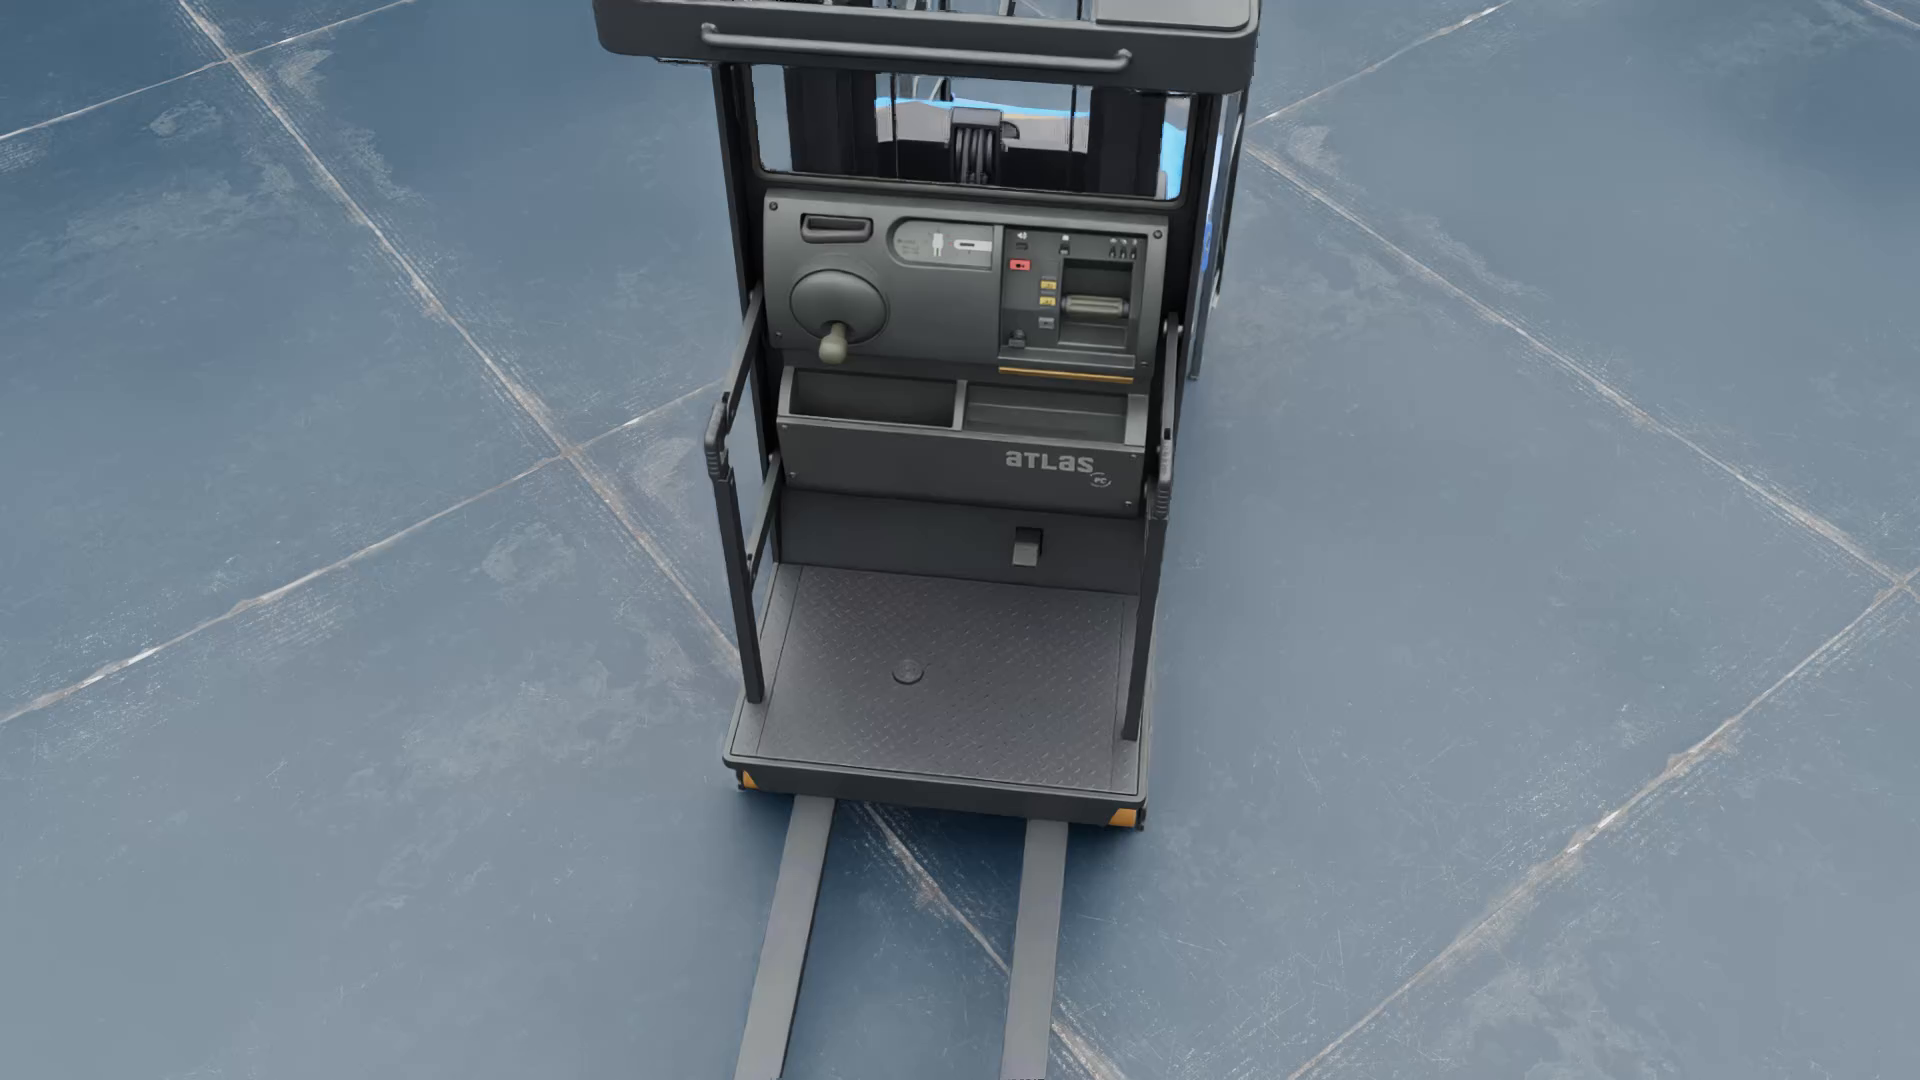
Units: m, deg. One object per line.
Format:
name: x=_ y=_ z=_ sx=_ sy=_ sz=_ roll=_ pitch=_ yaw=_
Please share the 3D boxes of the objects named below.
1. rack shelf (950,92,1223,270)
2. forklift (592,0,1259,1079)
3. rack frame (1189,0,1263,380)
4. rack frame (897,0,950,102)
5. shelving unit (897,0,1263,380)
rack shelf: x=0.381 y=-1.215 z=5.582 sx=1.000 sy=0.185 sz=0.538 roll=11 pitch=49 yaw=10
forklift: x=-0.017 y=-0.484 z=3.710 sx=1.130 sy=2.935 sz=3.031 roll=5 pitch=48 yaw=5
rack frame: x=0.873 y=-1.240 z=5.362 sx=0.032 sy=1.500 sz=0.500 roll=11 pitch=49 yaw=10
rack frame: x=-0.110 y=-1.432 z=5.536 sx=0.032 sy=1.500 sz=0.500 roll=11 pitch=49 yaw=10
shelving unit: x=0.381 y=-1.336 z=5.449 sx=1.048 sy=1.500 sz=0.538 roll=11 pitch=49 yaw=10
